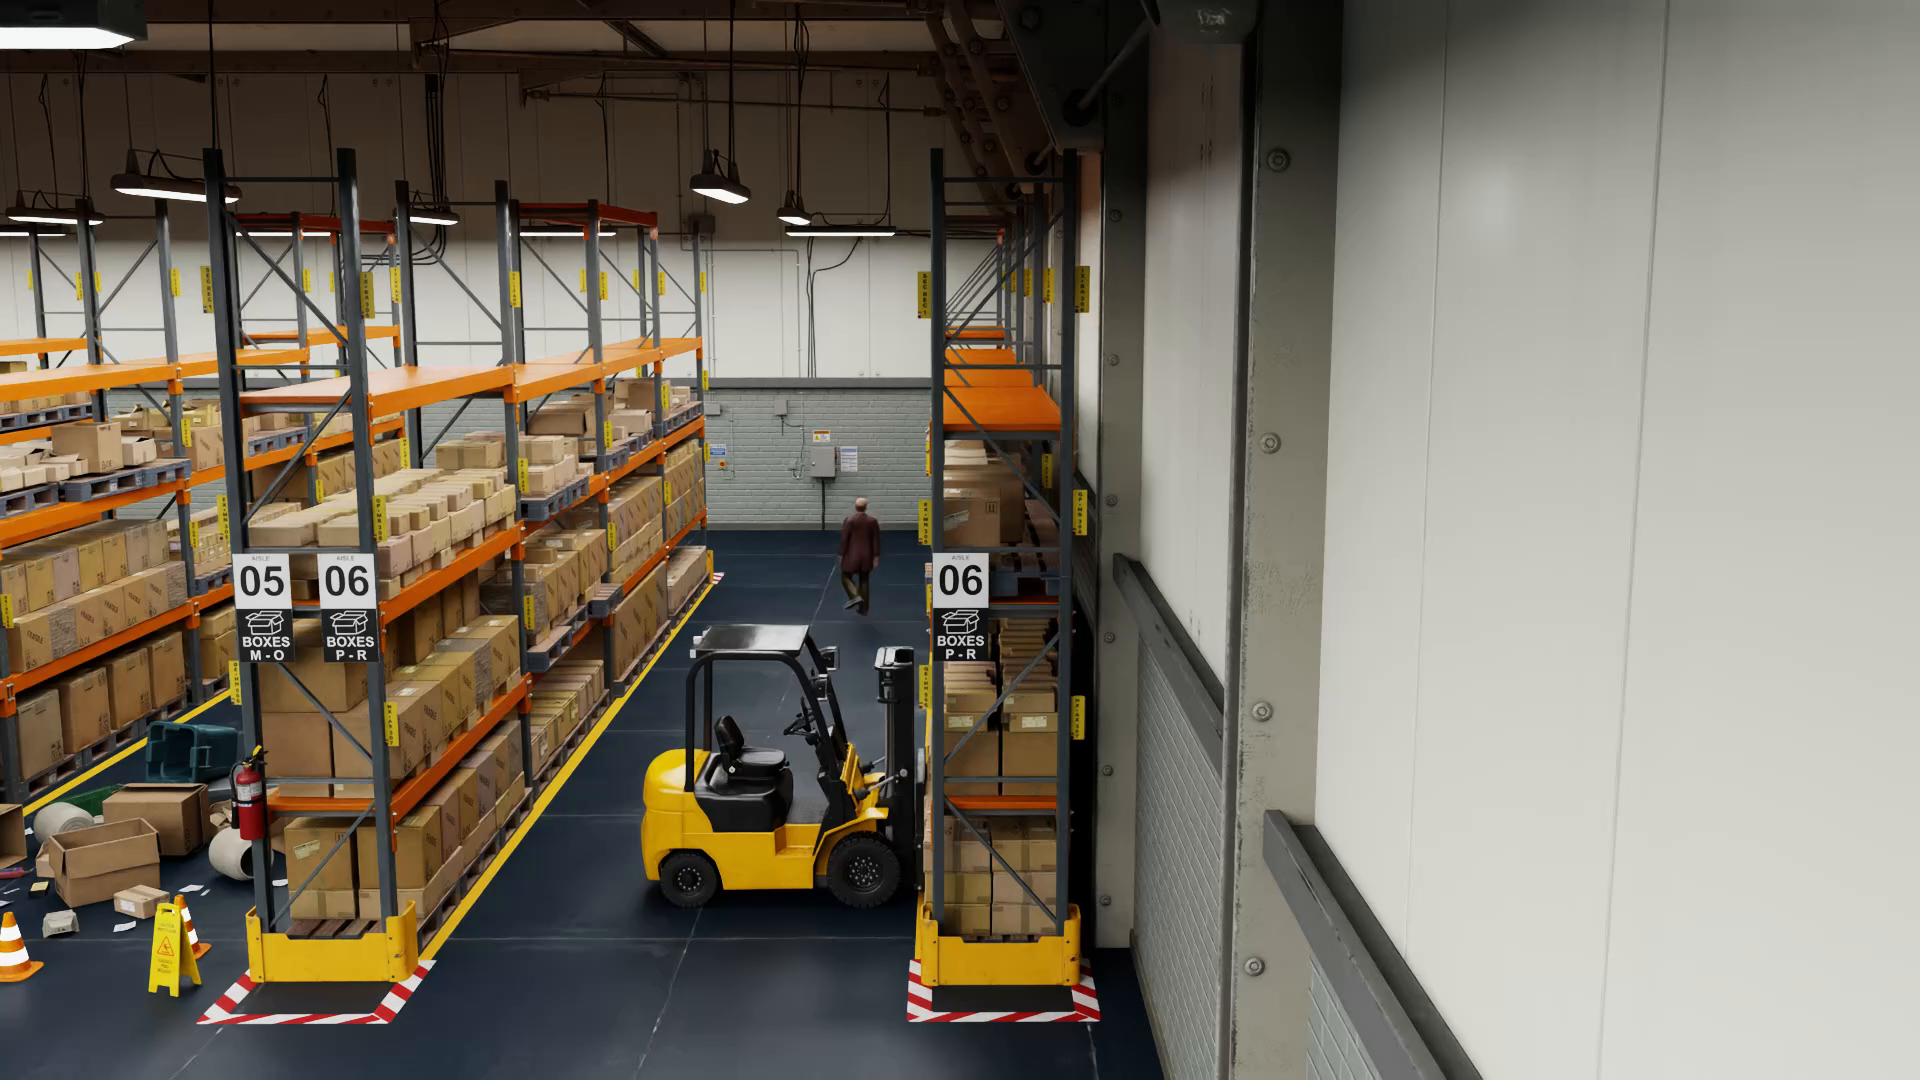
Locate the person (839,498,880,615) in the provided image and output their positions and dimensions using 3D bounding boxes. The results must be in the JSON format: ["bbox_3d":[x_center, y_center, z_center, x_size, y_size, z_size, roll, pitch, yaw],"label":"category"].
[{"bbox_3d":[-1.478,0.268,24.800,0.622,1.748,0.601,-3,10,-21],"label":"person"}]
